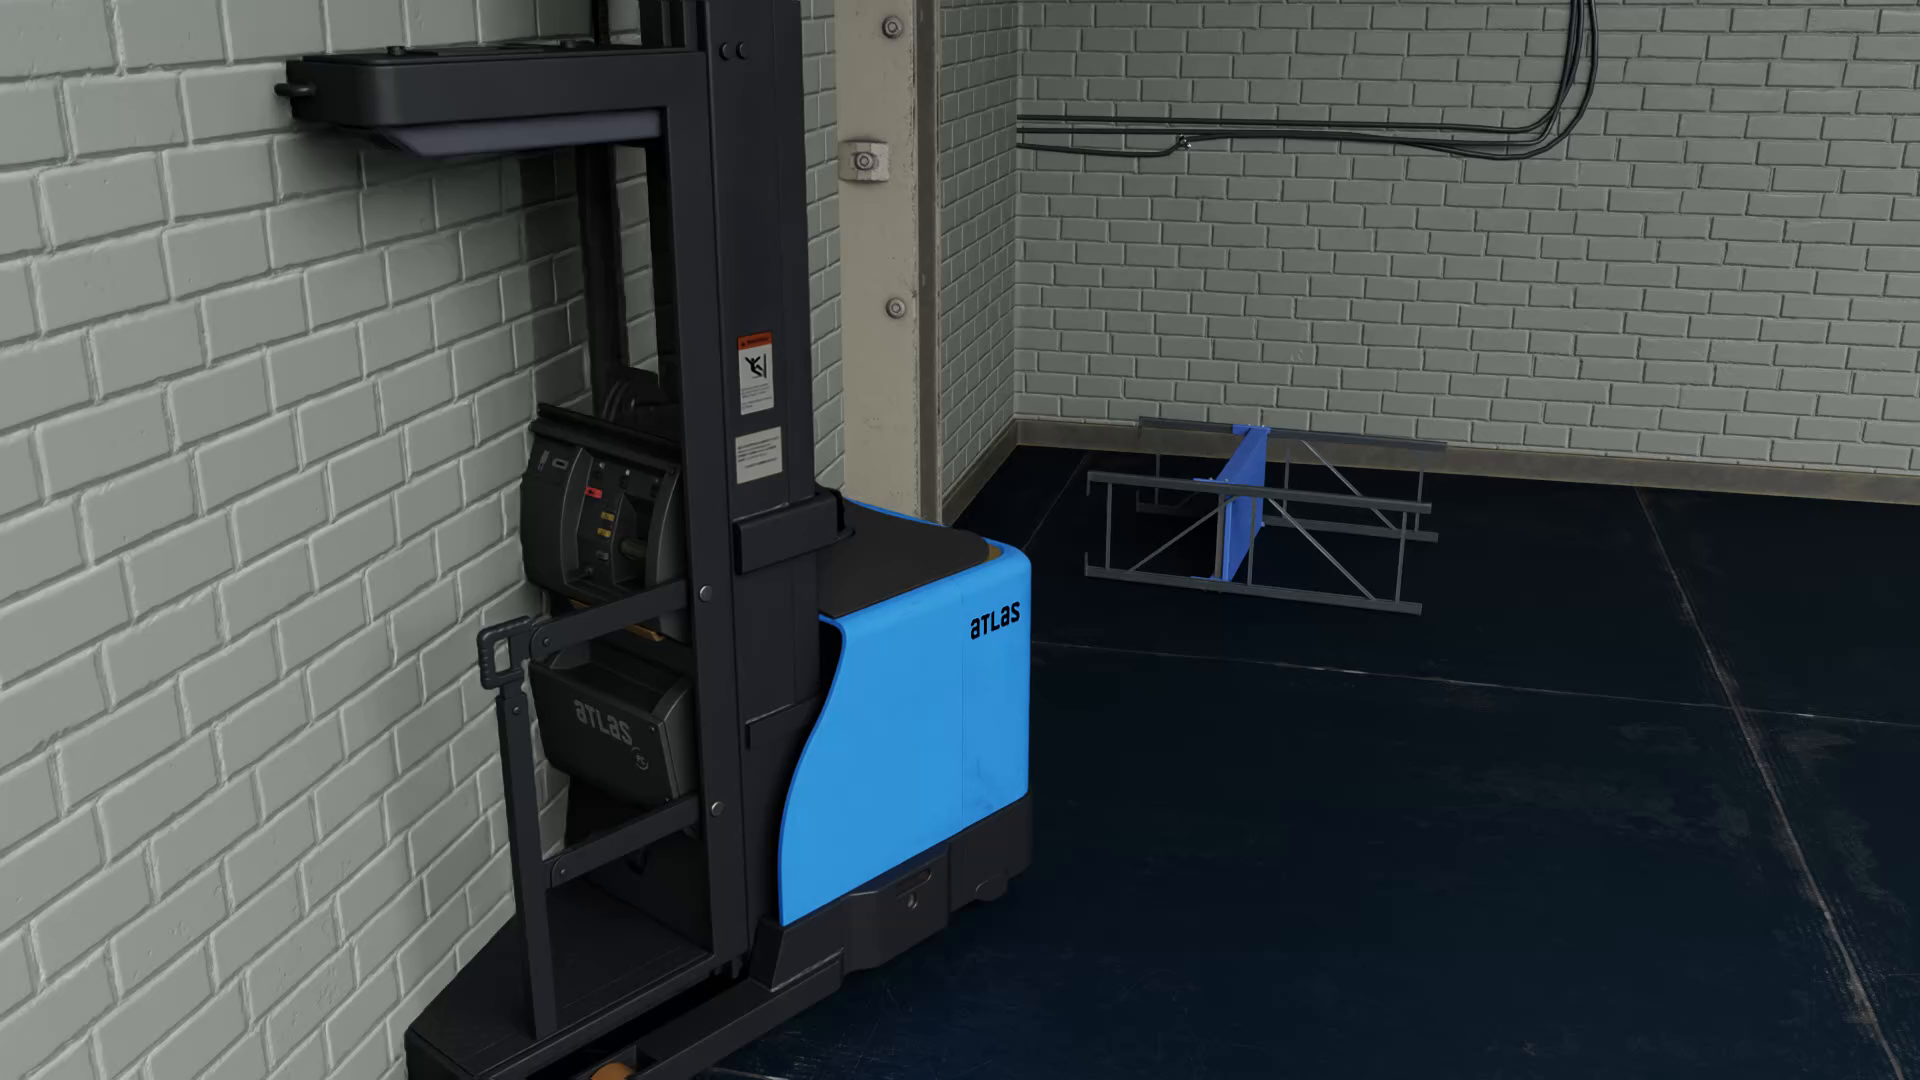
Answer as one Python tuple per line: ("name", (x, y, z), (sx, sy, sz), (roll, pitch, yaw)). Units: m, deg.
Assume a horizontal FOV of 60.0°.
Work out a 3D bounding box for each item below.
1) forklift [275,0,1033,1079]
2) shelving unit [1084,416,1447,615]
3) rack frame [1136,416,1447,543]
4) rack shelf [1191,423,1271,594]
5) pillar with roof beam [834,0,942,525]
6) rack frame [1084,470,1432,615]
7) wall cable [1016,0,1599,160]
("forklift", (-1.139, -0.094, 3.929), (1.130, 2.935, 3.031), (16, 25, 39))
("shelving unit", (1.451, -0.151, 7.798), (1.500, 0.538, 1.048), (6, 20, 18))
("rack frame", (1.617, -0.307, 8.252), (1.500, 0.500, 0.032), (6, 20, 18))
("rack shelf", (1.281, -0.170, 7.853), (0.185, 0.538, 1.000), (6, 20, 18))
("pillar with roof beam", (3.902, -3.541, 4.632), (9.100, 9.000, 0.400), (5, 19, 13))
("rack frame", (1.285, 0.004, 7.343), (1.500, 0.500, 0.032), (6, 20, 18))
("wall cable", (1.729, -3.230, 8.527), (3.097, 2.526, 0.112), (5, 19, 13))
